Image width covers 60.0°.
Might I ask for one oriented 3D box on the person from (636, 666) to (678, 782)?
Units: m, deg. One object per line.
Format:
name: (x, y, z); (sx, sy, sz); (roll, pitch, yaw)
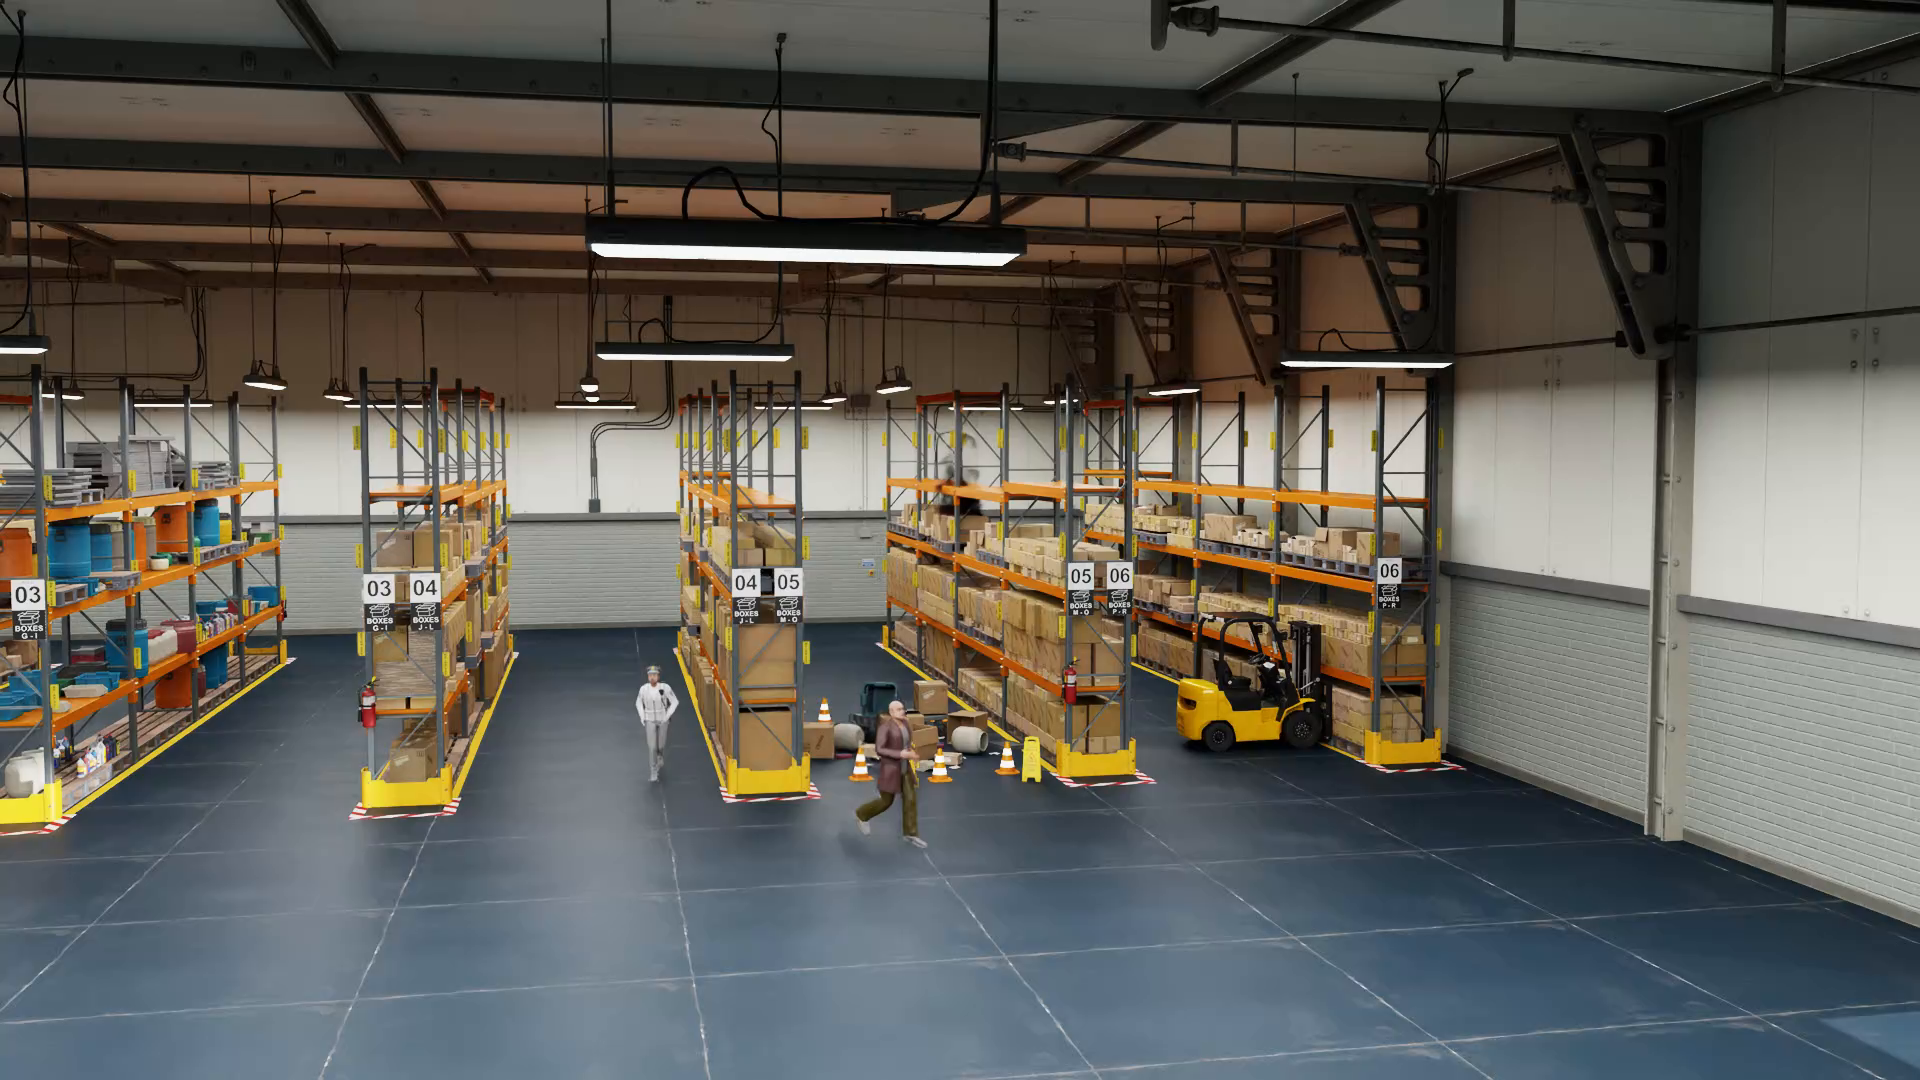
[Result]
person: (-4.504, 2.704, 24.753); (0.628, 1.720, 0.686); (0, 3, -5)

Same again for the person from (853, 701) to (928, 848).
person: (-0.841, 2.883, 20.684); (1.049, 1.792, 0.717); (3, 4, 39)
